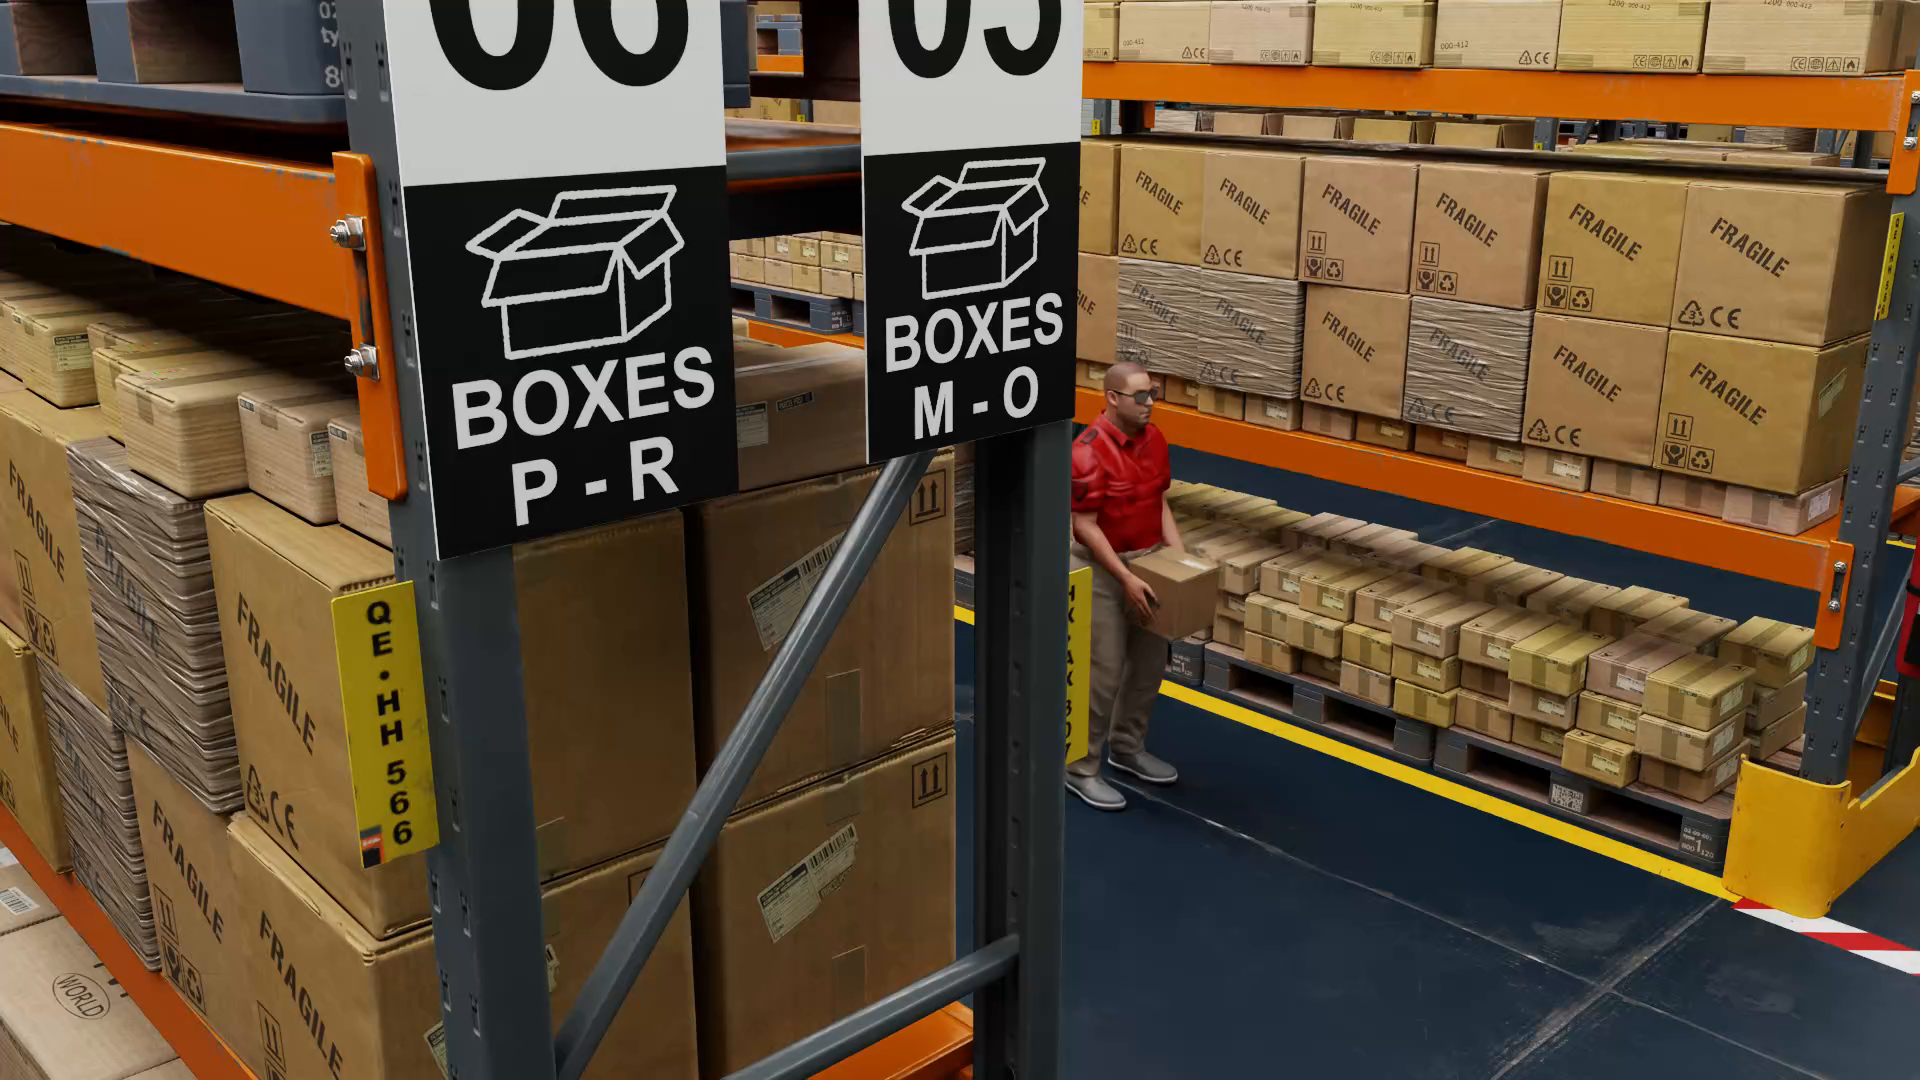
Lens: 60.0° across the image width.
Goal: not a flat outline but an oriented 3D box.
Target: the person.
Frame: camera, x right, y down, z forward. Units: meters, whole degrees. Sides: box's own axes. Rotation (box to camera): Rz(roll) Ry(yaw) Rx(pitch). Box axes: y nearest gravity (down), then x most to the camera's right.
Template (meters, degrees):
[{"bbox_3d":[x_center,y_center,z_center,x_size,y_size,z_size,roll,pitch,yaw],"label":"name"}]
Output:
[{"bbox_3d":[0.672,0.167,6.519,0.532,1.733,0.470,-16,23,-42],"label":"person"}]
